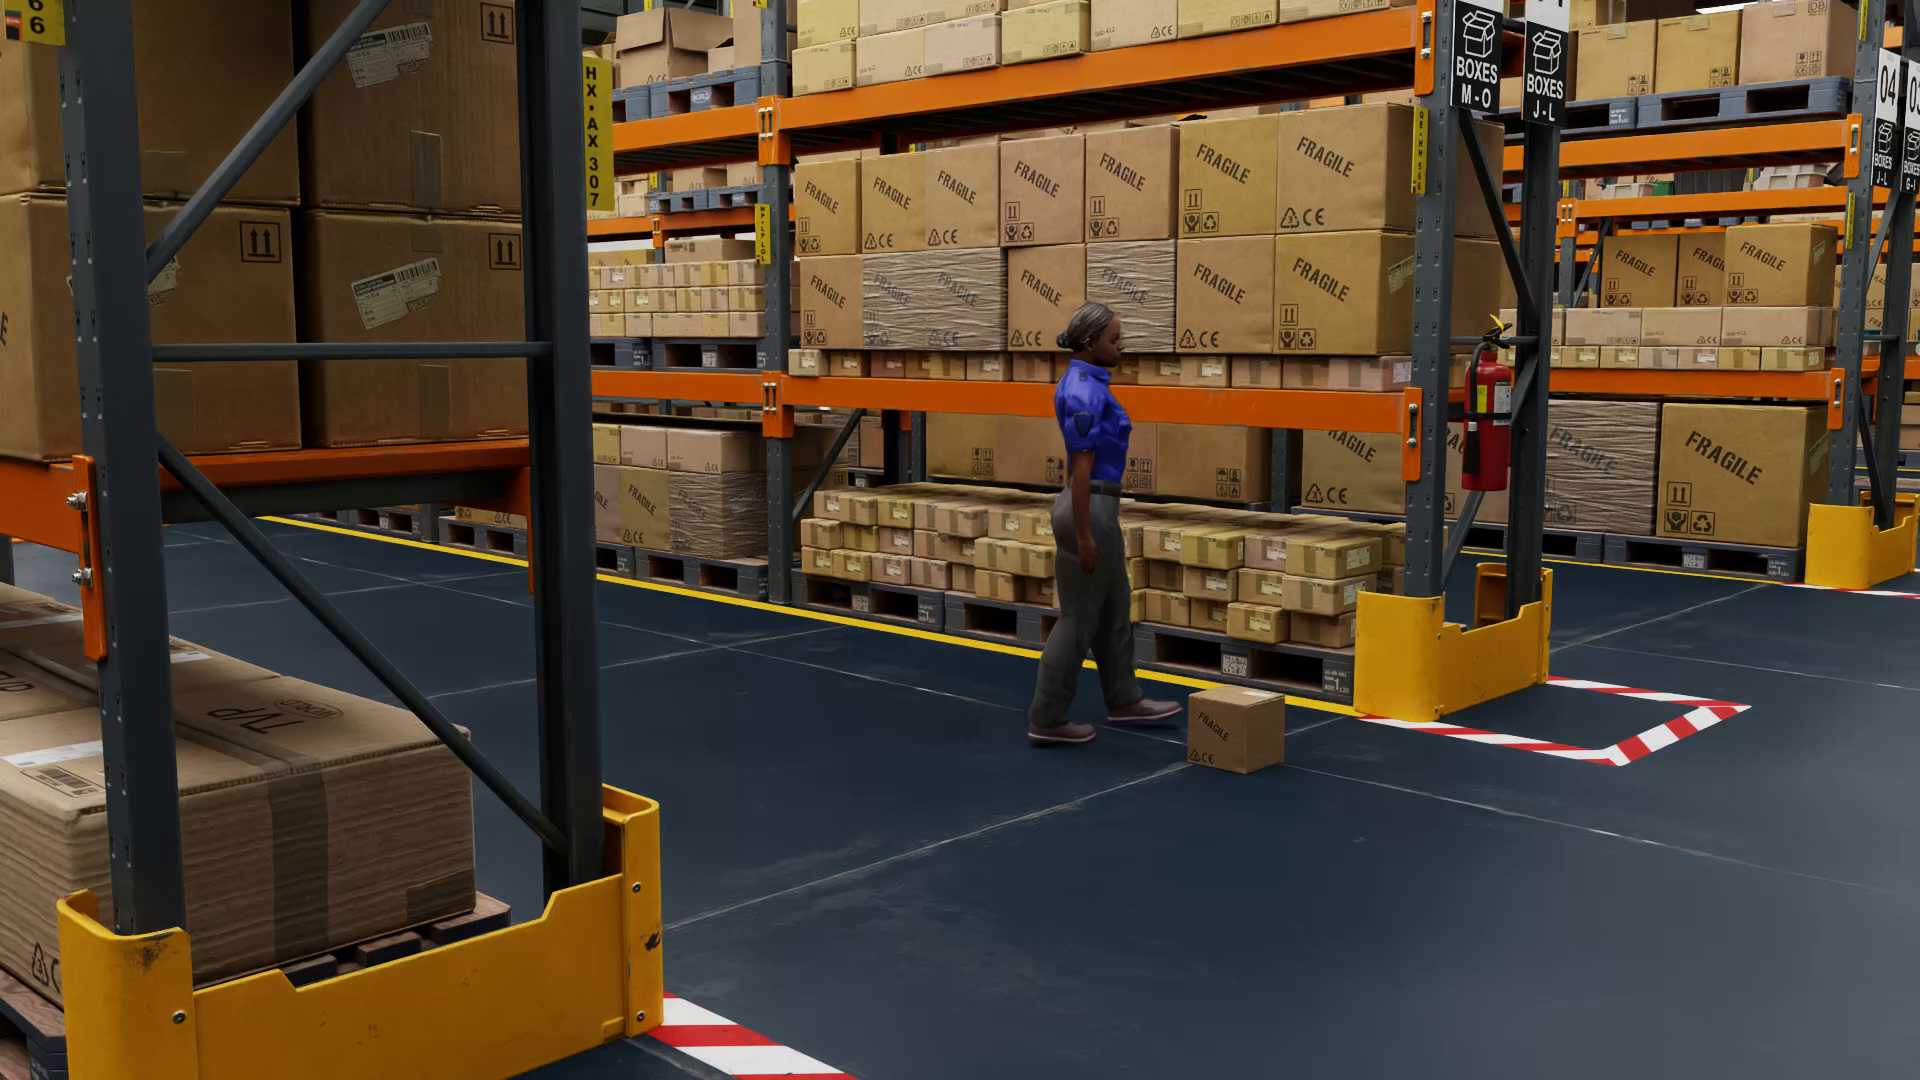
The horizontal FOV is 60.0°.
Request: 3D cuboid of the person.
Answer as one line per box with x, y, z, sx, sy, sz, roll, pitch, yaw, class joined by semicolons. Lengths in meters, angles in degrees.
0.564;-0.061;6.266;0.624;1.656;0.469;0;7;-1;person
